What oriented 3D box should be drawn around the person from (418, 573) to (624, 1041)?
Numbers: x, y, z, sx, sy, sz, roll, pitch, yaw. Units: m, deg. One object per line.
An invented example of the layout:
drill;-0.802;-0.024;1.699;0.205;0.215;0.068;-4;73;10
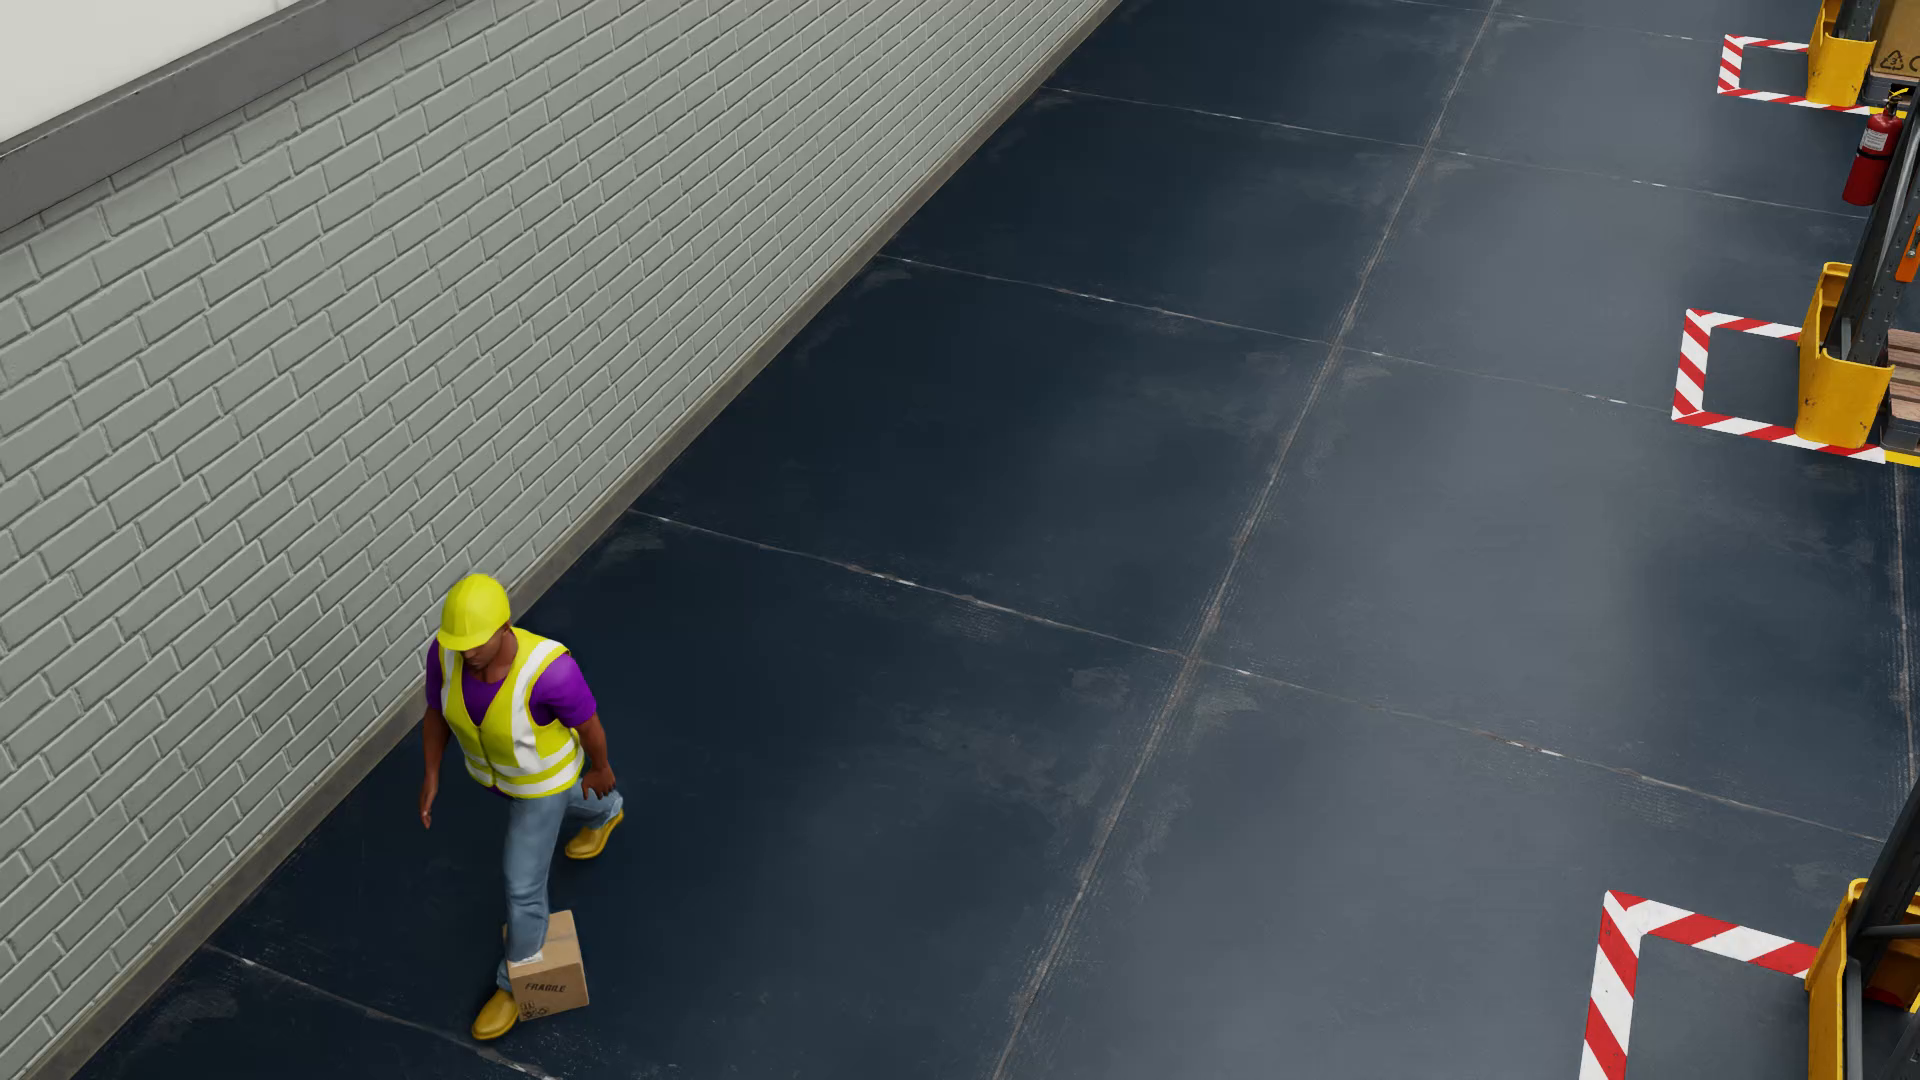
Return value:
person;-1.535;0.791;5.768;0.577;1.709;1.114;17;40;21
